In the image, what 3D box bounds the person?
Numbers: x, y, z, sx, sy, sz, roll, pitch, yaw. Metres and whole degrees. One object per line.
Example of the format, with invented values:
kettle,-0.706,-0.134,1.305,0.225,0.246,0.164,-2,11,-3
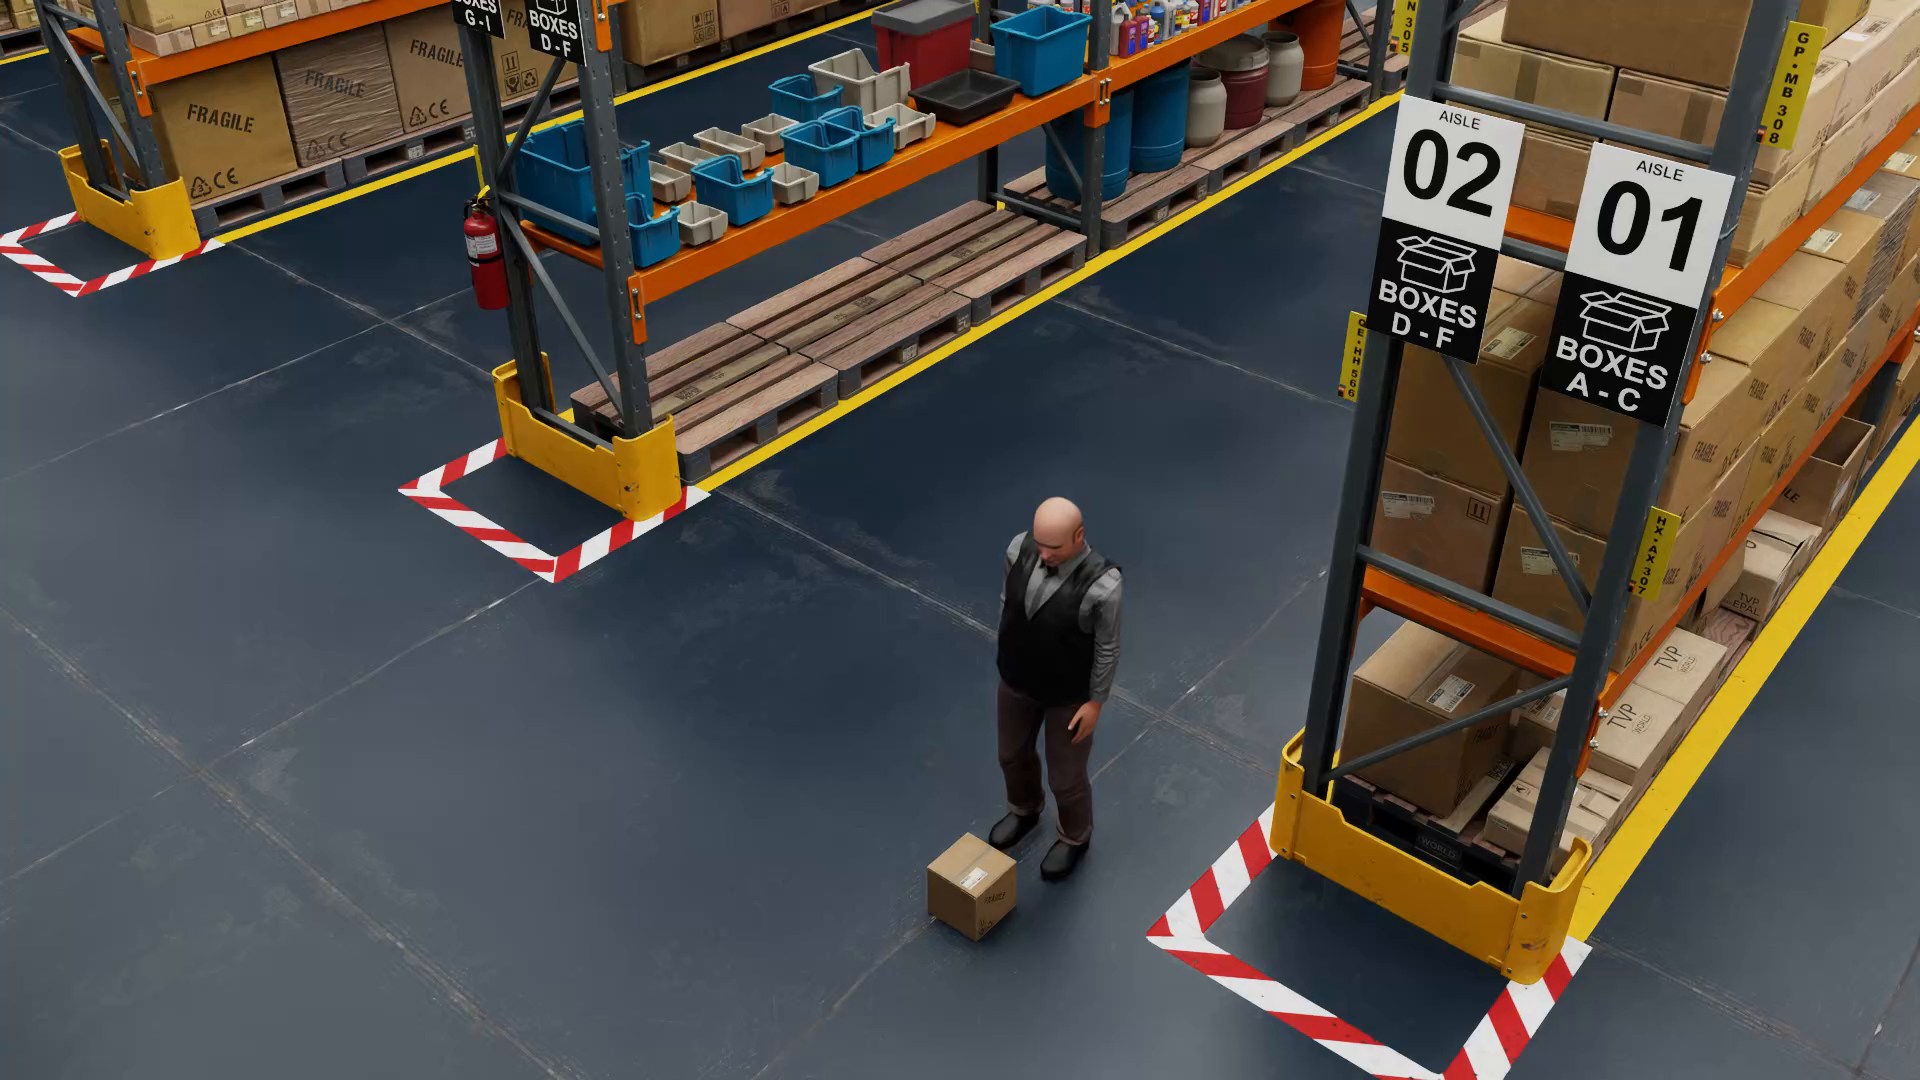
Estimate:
person,0.364,0.555,6.383,0.536,1.710,0.354,25,42,31
